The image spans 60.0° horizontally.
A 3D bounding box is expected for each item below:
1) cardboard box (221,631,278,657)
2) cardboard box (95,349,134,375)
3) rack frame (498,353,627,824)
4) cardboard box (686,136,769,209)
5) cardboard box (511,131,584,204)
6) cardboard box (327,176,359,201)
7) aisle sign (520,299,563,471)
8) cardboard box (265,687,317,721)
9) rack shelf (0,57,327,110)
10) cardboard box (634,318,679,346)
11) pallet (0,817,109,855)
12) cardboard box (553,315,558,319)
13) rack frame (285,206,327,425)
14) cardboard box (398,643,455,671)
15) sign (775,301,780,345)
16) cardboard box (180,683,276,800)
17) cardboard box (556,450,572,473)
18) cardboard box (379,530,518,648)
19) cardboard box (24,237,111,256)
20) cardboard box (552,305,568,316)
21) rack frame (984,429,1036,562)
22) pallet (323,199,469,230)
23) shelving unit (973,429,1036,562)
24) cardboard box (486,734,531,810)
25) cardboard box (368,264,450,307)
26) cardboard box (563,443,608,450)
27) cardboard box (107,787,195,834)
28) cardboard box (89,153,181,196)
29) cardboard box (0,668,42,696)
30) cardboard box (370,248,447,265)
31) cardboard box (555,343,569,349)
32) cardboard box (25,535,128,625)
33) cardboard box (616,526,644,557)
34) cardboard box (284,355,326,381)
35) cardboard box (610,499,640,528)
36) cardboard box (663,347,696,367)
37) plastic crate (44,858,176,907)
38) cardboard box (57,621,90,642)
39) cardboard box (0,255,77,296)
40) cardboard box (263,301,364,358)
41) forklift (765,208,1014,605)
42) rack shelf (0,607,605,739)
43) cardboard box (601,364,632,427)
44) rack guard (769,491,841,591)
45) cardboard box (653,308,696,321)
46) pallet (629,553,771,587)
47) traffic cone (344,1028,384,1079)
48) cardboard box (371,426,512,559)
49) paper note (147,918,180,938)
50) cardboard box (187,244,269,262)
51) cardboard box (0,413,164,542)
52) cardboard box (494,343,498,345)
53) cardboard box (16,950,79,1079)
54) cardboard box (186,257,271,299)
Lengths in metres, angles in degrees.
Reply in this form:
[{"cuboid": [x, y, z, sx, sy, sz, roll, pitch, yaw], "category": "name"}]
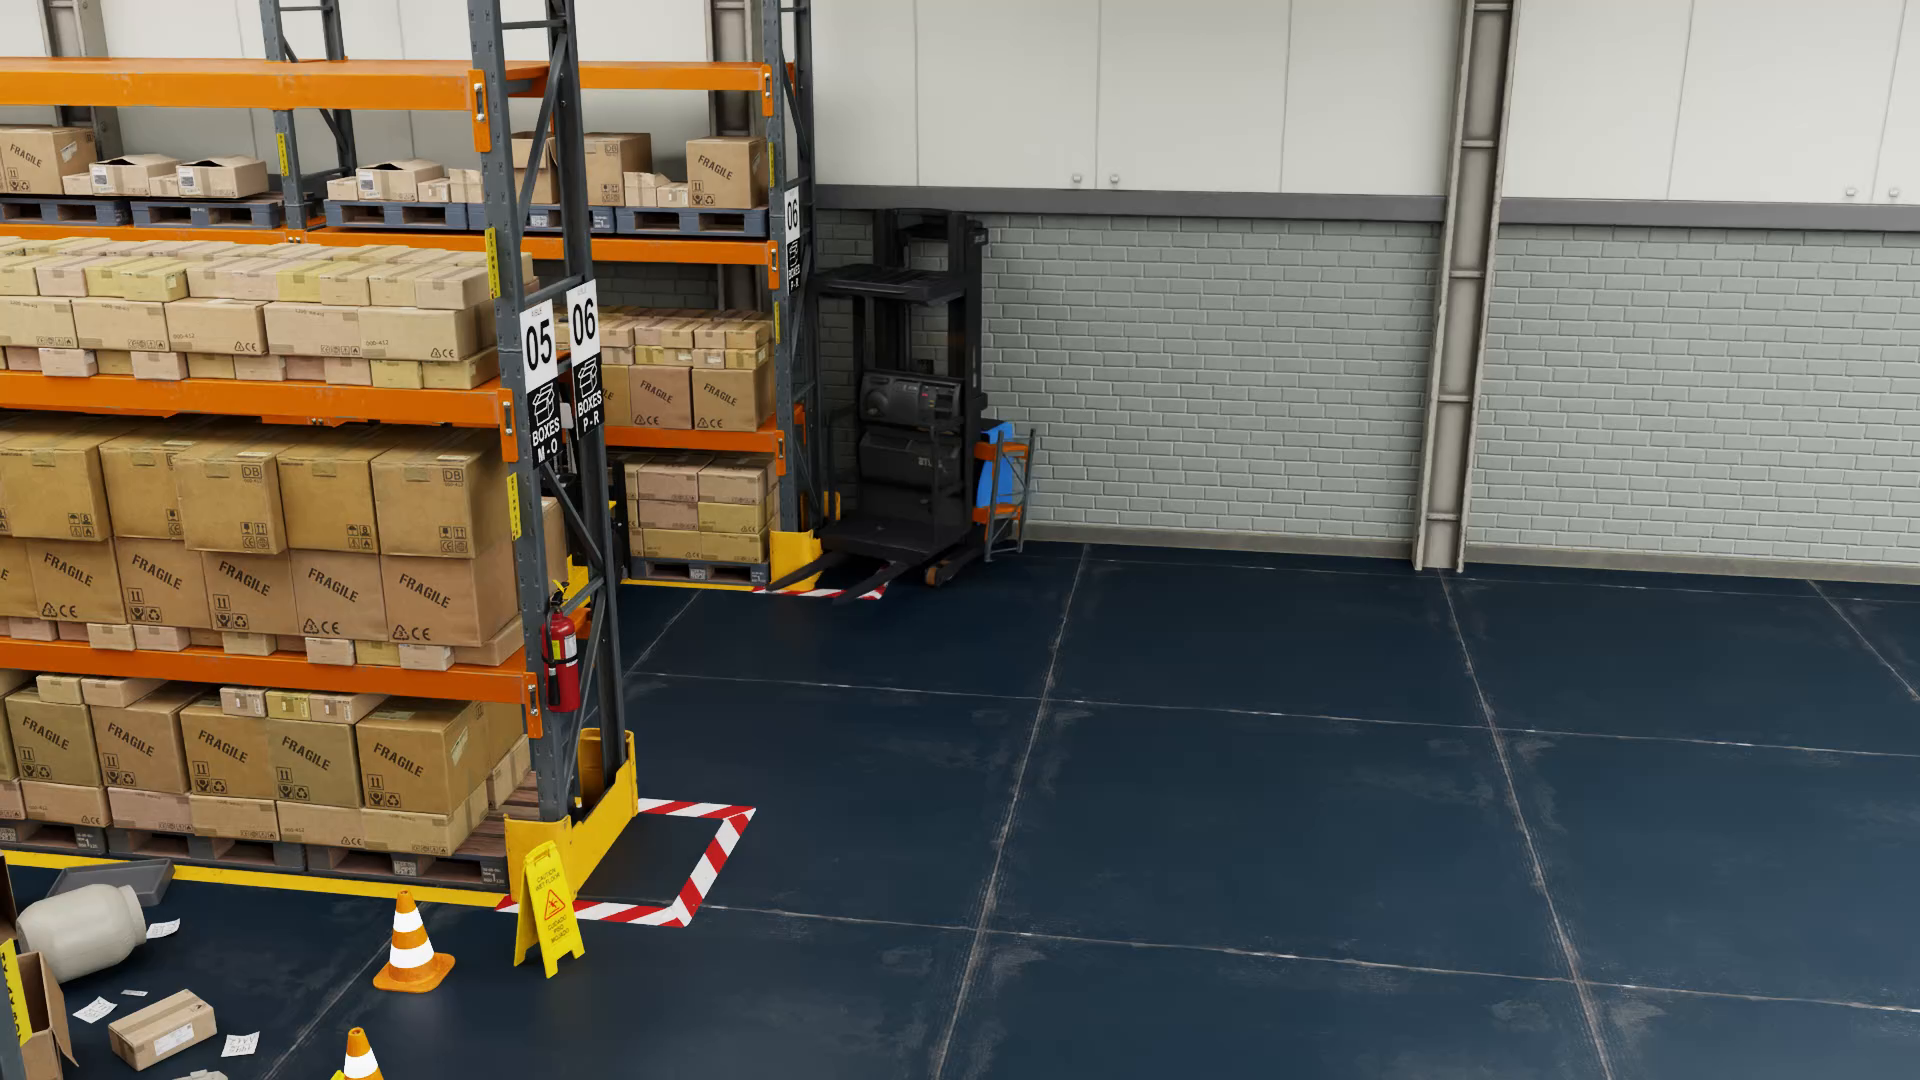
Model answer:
[{"cuboid": [-3.779, 0.487, 9.017, 0.250, 0.149, 0.380, 3, 19, 8], "category": "cardboard box"}, {"cuboid": [-4.257, -0.972, 8.650, 0.250, 0.149, 0.380, 3, 19, 9], "category": "cardboard box"}, {"cuboid": [-2.102, 0.362, 8.994, 0.127, 3.000, 1.000, 3, 19, 9], "category": "rack frame"}, {"cuboid": [-1.794, -2.856, 12.906, 0.500, 0.500, 0.500, 4, 19, 10], "category": "cardboard box"}, {"cuboid": [-3.361, -2.982, 13.277, 0.637, 0.503, 0.797, 4, 19, 10], "category": "cardboard box"}, {"cuboid": [-4.872, -2.827, 13.373, 0.250, 0.149, 0.380, 3, 19, 10], "category": "cardboard box"}, {"cuboid": [-2.086, -0.777, 8.301, 0.004, 0.787, 0.394, 3, 19, 9], "category": "aisle sign"}, {"cuboid": [-3.555, 0.834, 9.051, 0.250, 0.149, 0.380, 3, 19, 10], "category": "cardboard box"}, {"cuboid": [-7.242, -3.809, 13.770, 4.000, 0.370, 1.077, 3, 19, 9], "category": "rack shelf"}, {"cuboid": [-2.450, -1.685, 13.462, 0.250, 0.149, 0.380, 3, 19, 9], "category": "cardboard box"}, {"cuboid": [-5.382, 1.506, 9.970, 1.213, 0.211, 1.003, 3, 19, 9], "category": "pallet"}, {"cuboid": [-3.466, -1.735, 13.612, 0.250, 0.149, 0.380, 3, 19, 9], "category": "cardboard box"}, {"cuboid": [-5.267, -1.395, 14.244, 0.127, 3.000, 1.000, 3, 19, 9], "category": "rack frame"}, {"cuboid": [-2.772, 0.551, 8.824, 0.250, 0.149, 0.380, 3, 19, 8], "category": "cardboard box"}, {"cuboid": [-1.418, -1.685, 12.915, 0.005, 0.325, 0.100, 3, 19, 9], "category": "sign"}, {"cuboid": [-3.947, 1.100, 9.279, 0.500, 0.500, 0.500, 2, 19, 7], "category": "cardboard box"}, {"cuboid": [-3.326, -0.562, 13.851, 0.500, 0.250, 0.500, 3, 19, 8], "category": "cardboard box"}, {"cuboid": [-2.681, 0.233, 8.754, 0.500, 0.500, 0.500, 3, 19, 8], "category": "cardboard box"}, {"cuboid": [-4.915, -1.571, 9.183, 0.250, 0.149, 0.380, 3, 19, 10], "category": "cardboard box"}, {"cuboid": [-3.400, -1.872, 14.022, 0.250, 0.149, 0.380, 3, 19, 10], "category": "cardboard box"}, {"cuboid": [0.429, -0.385, 14.204, 0.032, 1.125, 0.500, 15, 14, 37], "category": "rack frame"}, {"cuboid": [-4.421, -2.740, 13.678, 1.213, 0.211, 1.003, 3, 19, 9], "category": "pallet"}, {"cuboid": [0.036, -0.487, 14.511, 1.048, 1.125, 0.538, 15, 14, 37], "category": "shelving unit"}, {"cuboid": [-2.854, 1.340, 9.744, 0.500, 0.250, 0.500, 3, 19, 8], "category": "cardboard box"}, {"cuboid": [-2.731, -1.269, 8.281, 0.250, 0.149, 0.380, 3, 19, 10], "category": "cardboard box"}, {"cuboid": [-3.253, -0.727, 14.343, 0.500, 0.250, 0.500, 3, 19, 8], "category": "cardboard box"}, {"cuboid": [-4.458, 1.429, 9.477, 0.500, 0.250, 0.500, 3, 19, 8], "category": "cardboard box"}, {"cuboid": [-6.778, -3.020, 13.696, 0.500, 0.311, 0.500, 2, 19, 7], "category": "cardboard box"}, {"cuboid": [-5.397, 0.742, 9.327, 0.250, 0.149, 0.380, 3, 19, 9], "category": "cardboard box"}, {"cuboid": [-2.908, -1.441, 8.794, 0.250, 0.149, 0.380, 3, 19, 9], "category": "cardboard box"}, {"cuboid": [-3.207, -1.576, 13.605, 0.250, 0.149, 0.380, 3, 19, 8], "category": "cardboard box"}, {"cuboid": [-4.668, 0.129, 9.064, 0.500, 0.500, 0.500, 3, 19, 8], "category": "cardboard box"}, {"cuboid": [-2.814, -0.069, 13.954, 0.500, 0.250, 0.500, 3, 19, 9], "category": "cardboard box"}, {"cuboid": [-3.246, -0.932, 8.529, 0.250, 0.149, 0.380, 3, 19, 9], "category": "cardboard box"}, {"cuboid": [-2.855, -0.300, 13.856, 0.500, 0.250, 0.500, 2, 19, 7], "category": "cardboard box"}, {"cuboid": [-2.208, -1.514, 13.420, 0.250, 0.149, 0.380, 3, 19, 10], "category": "cardboard box"}, {"cuboid": [-4.631, 1.881, 9.055, 0.583, 0.080, 0.402, -3, 19, -10], "category": "plastic crate"}, {"cuboid": [-4.759, 0.423, 9.206, 0.250, 0.149, 0.380, 3, 19, 8], "category": "cardboard box"}, {"cuboid": [-4.763, -1.364, 8.565, 0.250, 0.149, 0.380, 2, 19, 7], "category": "cardboard box"}, {"cuboid": [-3.144, -1.102, 8.409, 0.500, 0.250, 0.500, 3, 19, 8], "category": "cardboard box"}, {"cuboid": [-0.514, -1.165, 13.666, 1.130, 2.935, 3.031, 10, 21, 26], "category": "forklift"}, {"cuboid": [-4.076, 0.602, 9.409, 4.000, 0.370, 1.077, 3, 19, 9], "category": "rack shelf"}, {"cuboid": [-2.862, -1.238, 13.618, 0.500, 0.500, 0.500, 3, 19, 8], "category": "cardboard box"}, {"cuboid": [-1.294, -0.007, 14.035, 0.348, 0.500, 1.175, 3, 19, 9], "category": "rack guard"}, {"cuboid": [-2.374, -1.823, 13.875, 0.250, 0.149, 0.380, 3, 19, 9], "category": "cardboard box"}, {"cuboid": [-2.080, 0.104, 14.160, 1.213, 0.211, 1.003, 3, 19, 9], "category": "pallet"}, {"cuboid": [-2.571, 2.312, 7.163, 0.334, 0.463, 0.336, 3, 19, 9], "category": "traffic cone"}, {"cuboid": [-2.641, -0.258, 8.645, 0.500, 0.500, 0.700, 2, 19, 7], "category": "cardboard box"}, {"cuboid": [-4.168, 2.029, 8.690, 0.148, 0.019, 0.142, -3, 19, -10], "category": "paper note"}, {"cuboid": [-3.918, -1.488, 8.934, 0.250, 0.149, 0.380, 3, 19, 10], "category": "cardboard box"}, {"cuboid": [-4.659, -0.346, 8.906, 0.500, 0.500, 0.700, 3, 19, 7], "category": "cardboard box"}, {"cuboid": [-2.378, -1.060, 8.912, 0.250, 0.149, 0.380, 3, 19, 9], "category": "cardboard box"}, {"cuboid": [-4.237, 2.251, 7.284, 0.637, 0.503, 0.797, -11, 21, -29], "category": "cardboard box"}, {"cuboid": [-3.723, -1.341, 8.495, 0.250, 0.149, 0.380, 2, 19, 7], "category": "cardboard box"}]
